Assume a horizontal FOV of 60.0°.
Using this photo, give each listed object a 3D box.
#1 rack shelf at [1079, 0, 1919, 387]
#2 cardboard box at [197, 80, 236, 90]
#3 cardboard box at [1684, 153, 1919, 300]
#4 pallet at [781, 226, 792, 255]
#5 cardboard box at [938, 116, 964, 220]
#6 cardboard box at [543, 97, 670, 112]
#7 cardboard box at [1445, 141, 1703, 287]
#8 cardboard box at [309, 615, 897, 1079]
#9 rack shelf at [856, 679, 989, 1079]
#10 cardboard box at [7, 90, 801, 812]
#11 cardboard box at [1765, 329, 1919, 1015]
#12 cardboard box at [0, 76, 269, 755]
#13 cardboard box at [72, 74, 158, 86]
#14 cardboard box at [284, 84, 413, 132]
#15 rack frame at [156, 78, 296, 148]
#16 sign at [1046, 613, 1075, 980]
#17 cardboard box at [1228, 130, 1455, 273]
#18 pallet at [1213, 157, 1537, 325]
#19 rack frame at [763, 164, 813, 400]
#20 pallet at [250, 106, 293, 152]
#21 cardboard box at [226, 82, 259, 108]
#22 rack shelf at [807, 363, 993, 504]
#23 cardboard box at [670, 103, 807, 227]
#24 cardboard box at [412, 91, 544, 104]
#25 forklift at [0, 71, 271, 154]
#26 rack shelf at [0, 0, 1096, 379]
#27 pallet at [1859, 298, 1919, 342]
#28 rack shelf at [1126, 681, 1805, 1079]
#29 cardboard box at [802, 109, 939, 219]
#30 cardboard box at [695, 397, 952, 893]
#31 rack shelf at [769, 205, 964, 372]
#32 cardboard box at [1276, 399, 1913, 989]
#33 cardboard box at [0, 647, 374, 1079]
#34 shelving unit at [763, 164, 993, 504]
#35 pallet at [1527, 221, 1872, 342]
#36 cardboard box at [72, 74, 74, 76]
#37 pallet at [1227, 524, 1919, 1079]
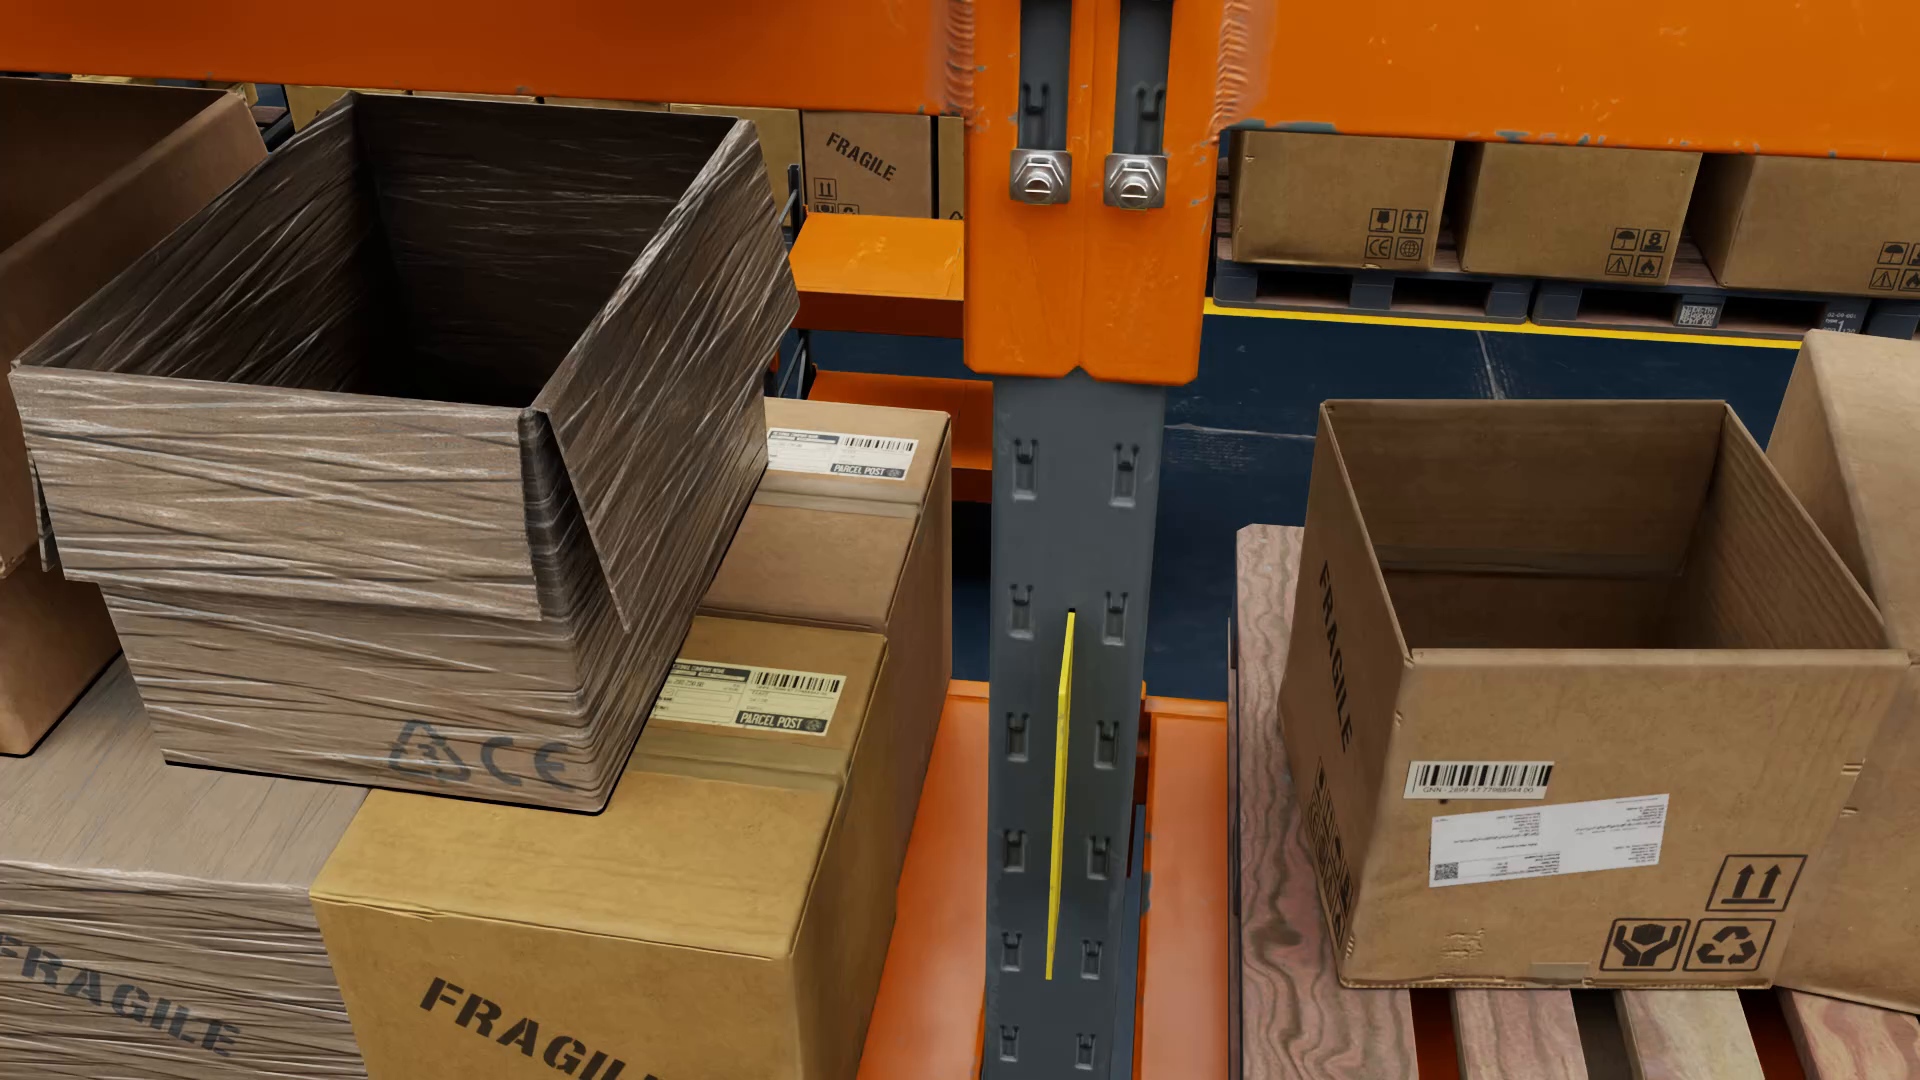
[{"bbox_3d":[2.133,-0.412,1.283,4.000,0.370,1.077,4,36,6],"label":"rack shelf"},{"bbox_3d":[-3.405,-2.121,7.477,0.250,0.149,0.380,6,36,8],"label":"cardboard box"},{"bbox_3d":[3.265,-1.509,6.358,0.750,0.750,1.050,4,36,6],"label":"cardboard box"},{"bbox_3d":[-1.100,-1.498,7.167,1.213,0.211,1.003,4,36,6],"label":"pallet"},{"bbox_3d":[0.195,-1.534,6.608,0.500,0.500,0.500,4,36,6],"label":"cardboard box"},{"bbox_3d":[-1.341,-1.655,6.778,0.500,0.500,0.500,5,36,7],"label":"cardboard box"},{"bbox_3d":[2.342,-1.578,6.454,0.750,0.750,1.050,5,36,7],"label":"cardboard box"},{"bbox_3d":[-0.372,0.433,1.975,0.500,0.500,0.500,5,36,7],"label":"cardboard box"},{"bbox_3d":[-1.834,0.513,2.569,4.000,0.370,1.077,4,36,6],"label":"rack shelf"},{"bbox_3d":[-0.574,-0.145,1.921,0.637,0.503,0.797,5,36,8],"label":"cardboard box"},{"bbox_3d":[1.257,0.157,2.001,0.500,0.500,0.700,9,37,13],"label":"cardboard box"},{"bbox_3d":[-1.220,-0.194,1.991,0.637,0.503,0.797,5,36,7],"label":"cardboard box"},{"bbox_3d":[-3.472,-1.908,6.921,0.250,0.149,0.380,5,36,7],"label":"cardboard box"},{"bbox_3d":[-2.387,-1.724,6.874,0.500,0.500,0.500,6,36,8],"label":"cardboard box"},{"bbox_3d":[-3.086,-2.778,6.561,0.127,3.000,1.000,4,36,6],"label":"rack frame"},{"bbox_3d":[0.082,0.217,1.368,0.005,0.325,0.100,4,36,6],"label":"sign"},{"bbox_3d":[1.474,-1.641,6.542,0.750,0.750,1.050,4,36,5],"label":"cardboard box"},{"bbox_3d":[1.654,-1.246,6.814,1.213,0.211,1.003,4,36,6],"label":"pallet"},{"bbox_3d":[-0.511,-0.496,4.977,0.032,1.125,0.500,4,36,6],"label":"rack frame"},{"bbox_3d":[-3.757,-1.673,7.412,1.213,0.211,1.003,4,36,6],"label":"pallet"},{"bbox_3d":[-3.406,-2.001,7.564,0.250,0.149,0.380,3,36,4],"label":"cardboard box"},{"bbox_3d":[-0.007,-0.259,5.066,1.000,0.278,0.538,4,36,6],"label":"rack shelf"},{"bbox_3d":[-0.846,-1.604,6.706,0.500,0.500,0.500,3,36,4],"label":"cardboard box"},{"bbox_3d":[-1.862,-1.686,6.821,0.500,0.500,0.500,6,36,8],"label":"cardboard box"},{"bbox_3d":[-3.370,-1.244,4.471,3.031,2.935,1.130,1,36,1],"label":"forklift"},{"bbox_3d":[-1.834,-0.708,1.697,4.000,0.370,1.077,4,36,6],"label":"rack shelf"},{"bbox_3d":[4.074,-1.065,6.561,1.213,0.211,1.003,4,36,6],"label":"pallet"},{"bbox_3d":[2.133,0.809,2.154,4.000,0.370,1.077,4,36,6],"label":"rack shelf"},{"bbox_3d":[-0.319,-1.575,6.664,0.500,0.500,0.500,6,36,8],"label":"cardboard box"},{"bbox_3d":[-0.298,0.134,2.393,0.500,0.500,0.500,5,36,7],"label":"cardboard box"},{"bbox_3d":[-0.007,-0.697,4.754,1.000,0.278,0.538,4,36,6],"label":"rack shelf"},{"bbox_3d":[0.690,0.173,1.978,0.500,0.500,0.500,0,36,0],"label":"cardboard box"},{"bbox_3d":[-0.865,0.393,2.031,0.500,0.500,0.500,4,36,6],"label":"cardboard box"},{"bbox_3d":[-0.007,-0.458,4.924,1.048,1.125,0.538,4,36,6],"label":"shelving unit"},{"bbox_3d":[2.860,-1.154,6.685,1.213,0.211,1.003,4,36,6],"label":"pallet"},{"bbox_3d":[-3.731,-1.904,6.916,0.250,0.149,0.380,5,36,7],"label":"cardboard box"},{"bbox_3d":[0.870,0.437,2.220,1.003,0.211,1.213,4,36,6],"label":"pallet"}]
